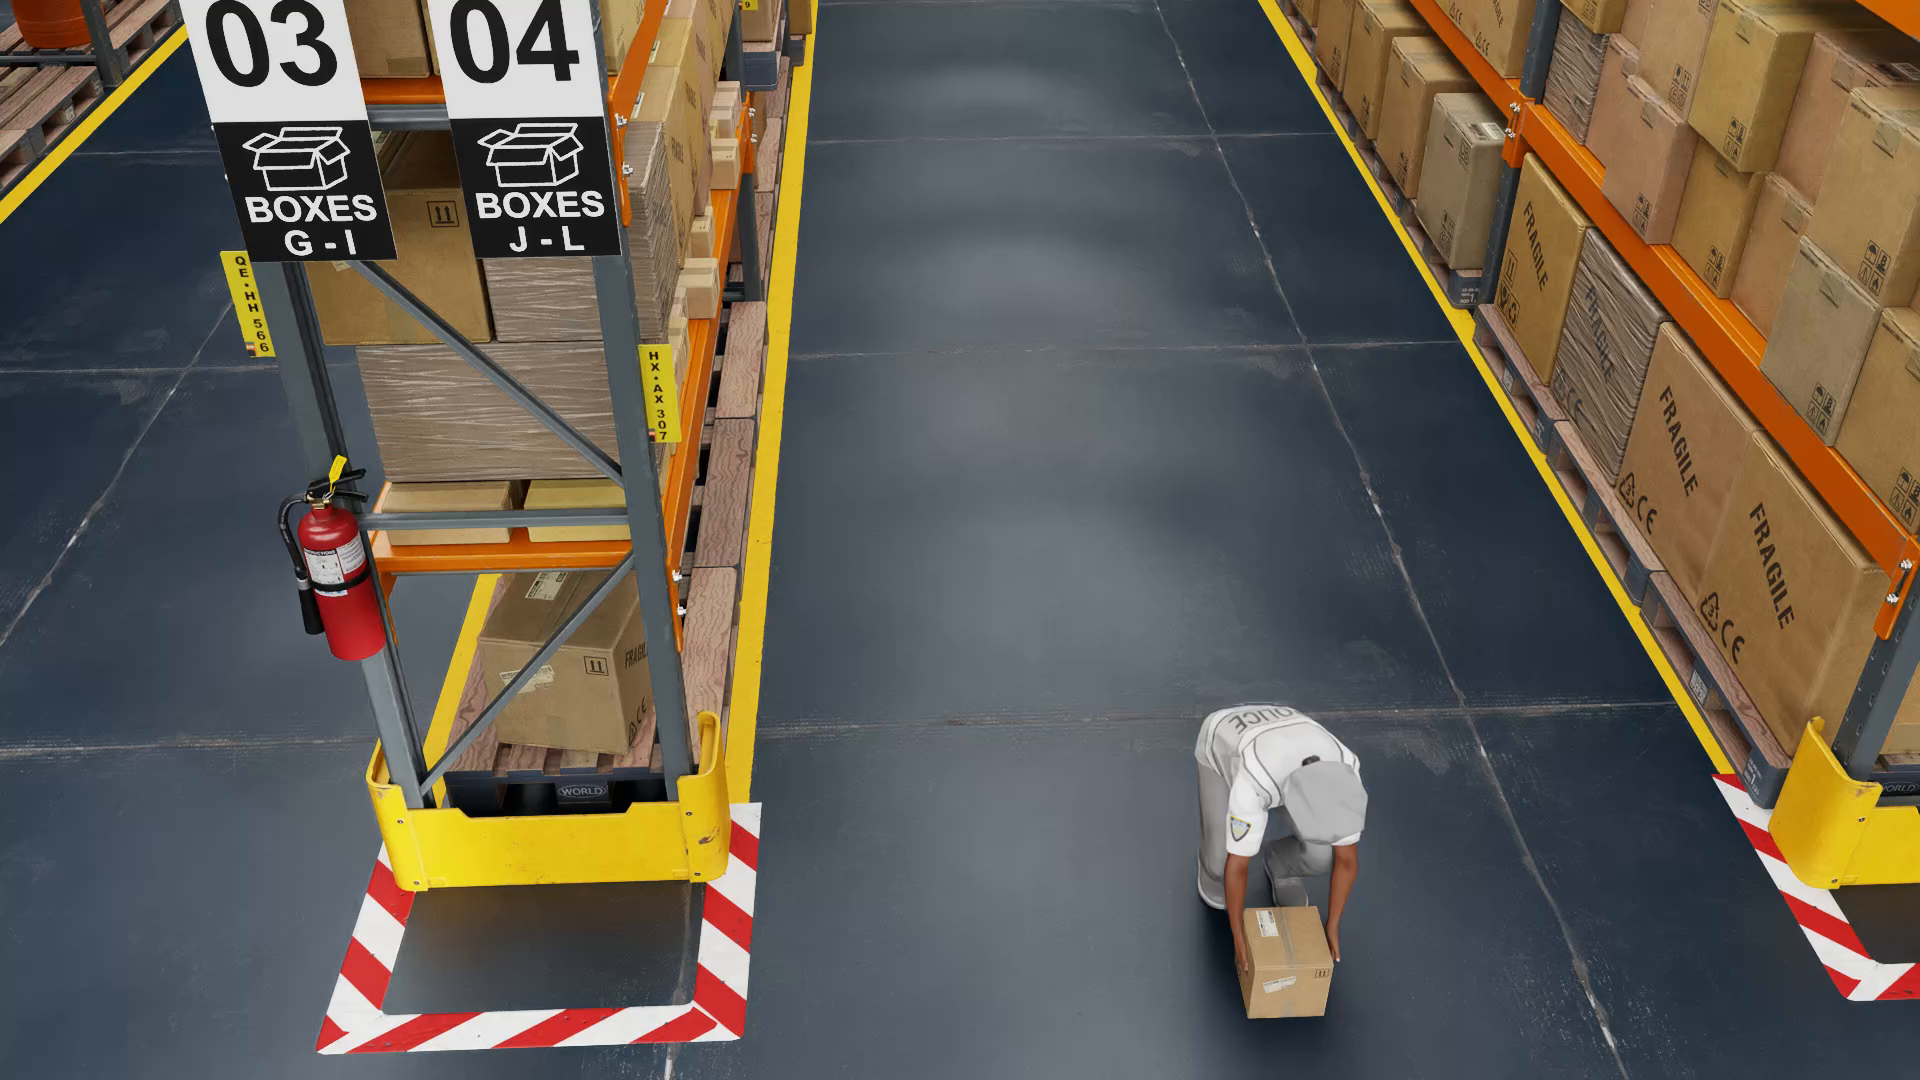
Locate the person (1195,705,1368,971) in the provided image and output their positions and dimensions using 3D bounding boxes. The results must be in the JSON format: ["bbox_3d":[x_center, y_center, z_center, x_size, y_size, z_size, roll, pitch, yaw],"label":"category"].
[{"bbox_3d":[1.049,0.910,5.520,0.481,0.914,0.864,-2,35,-2],"label":"person"}]
